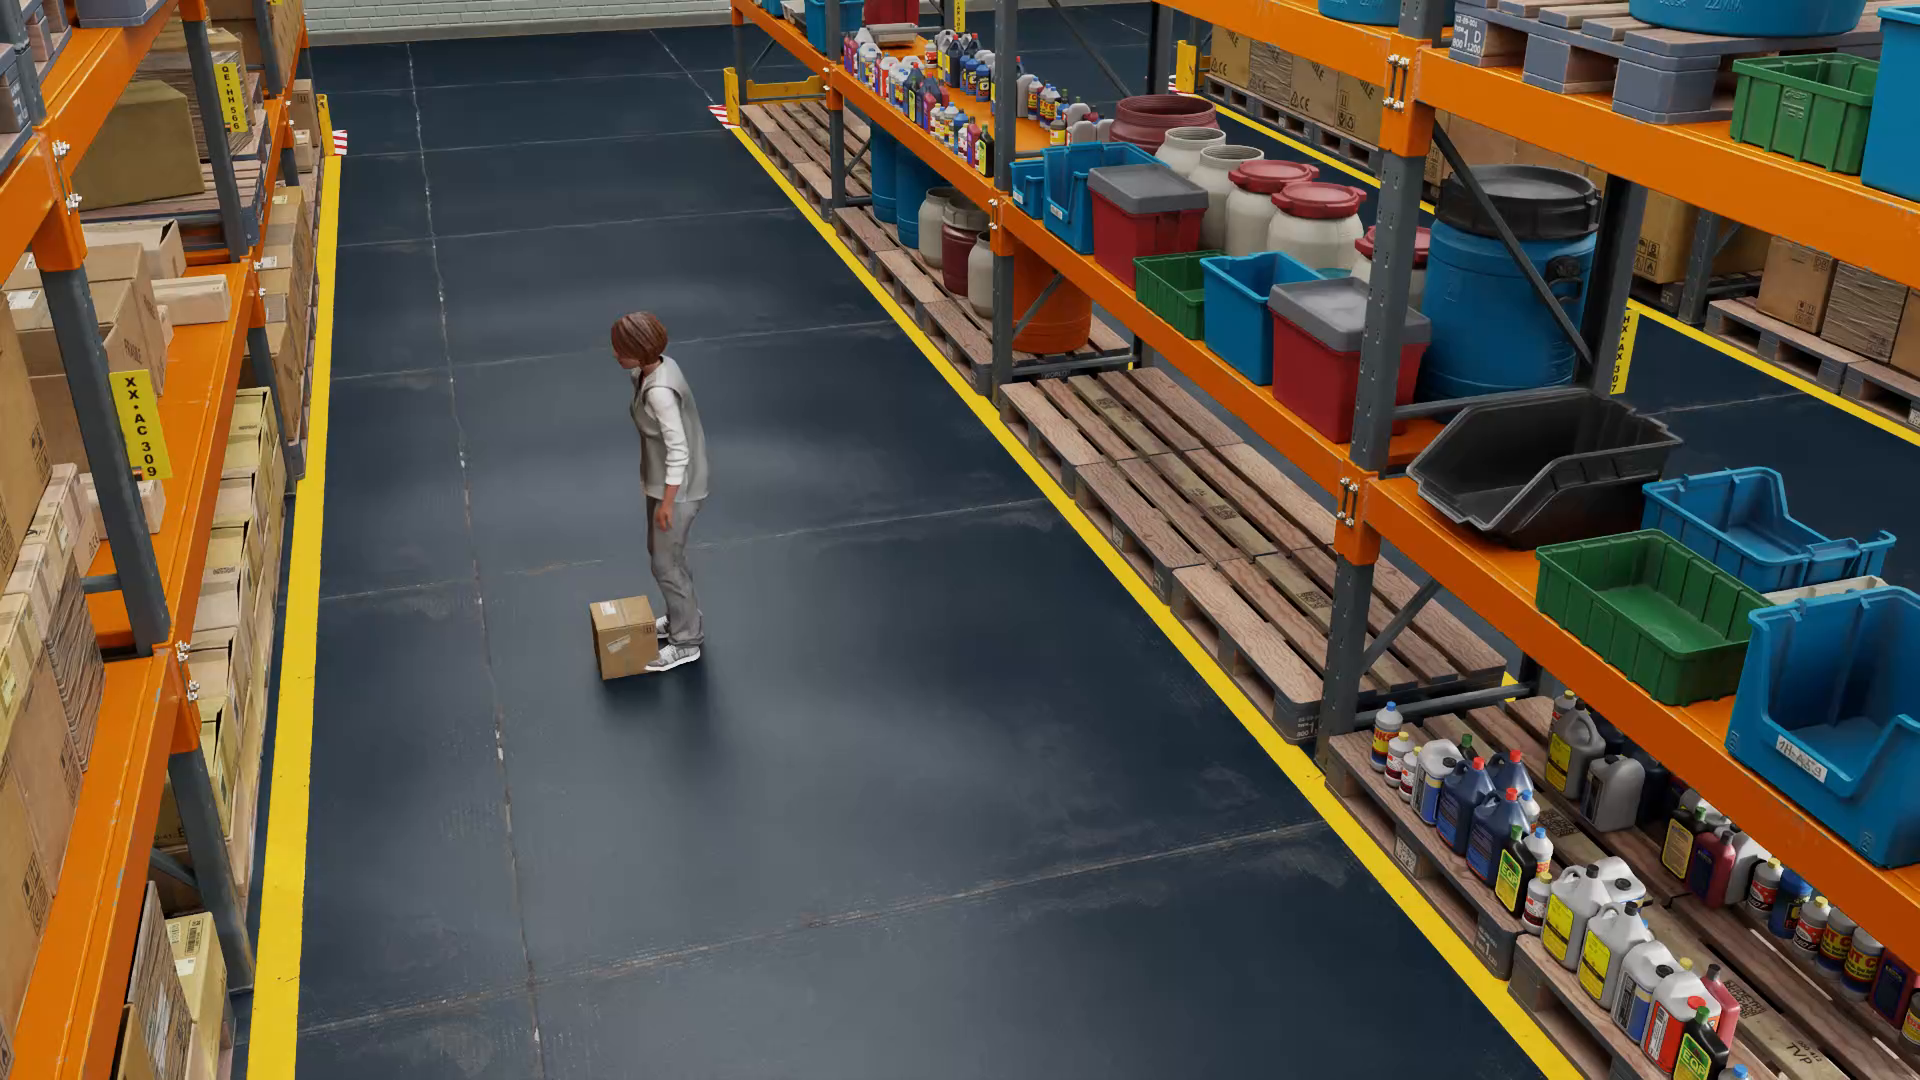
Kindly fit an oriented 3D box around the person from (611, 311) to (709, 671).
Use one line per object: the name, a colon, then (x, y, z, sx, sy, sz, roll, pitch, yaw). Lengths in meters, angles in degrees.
person: (-1.252, -0.212, 7.048, 0.364, 1.593, 0.463, -8, 28, -16)
